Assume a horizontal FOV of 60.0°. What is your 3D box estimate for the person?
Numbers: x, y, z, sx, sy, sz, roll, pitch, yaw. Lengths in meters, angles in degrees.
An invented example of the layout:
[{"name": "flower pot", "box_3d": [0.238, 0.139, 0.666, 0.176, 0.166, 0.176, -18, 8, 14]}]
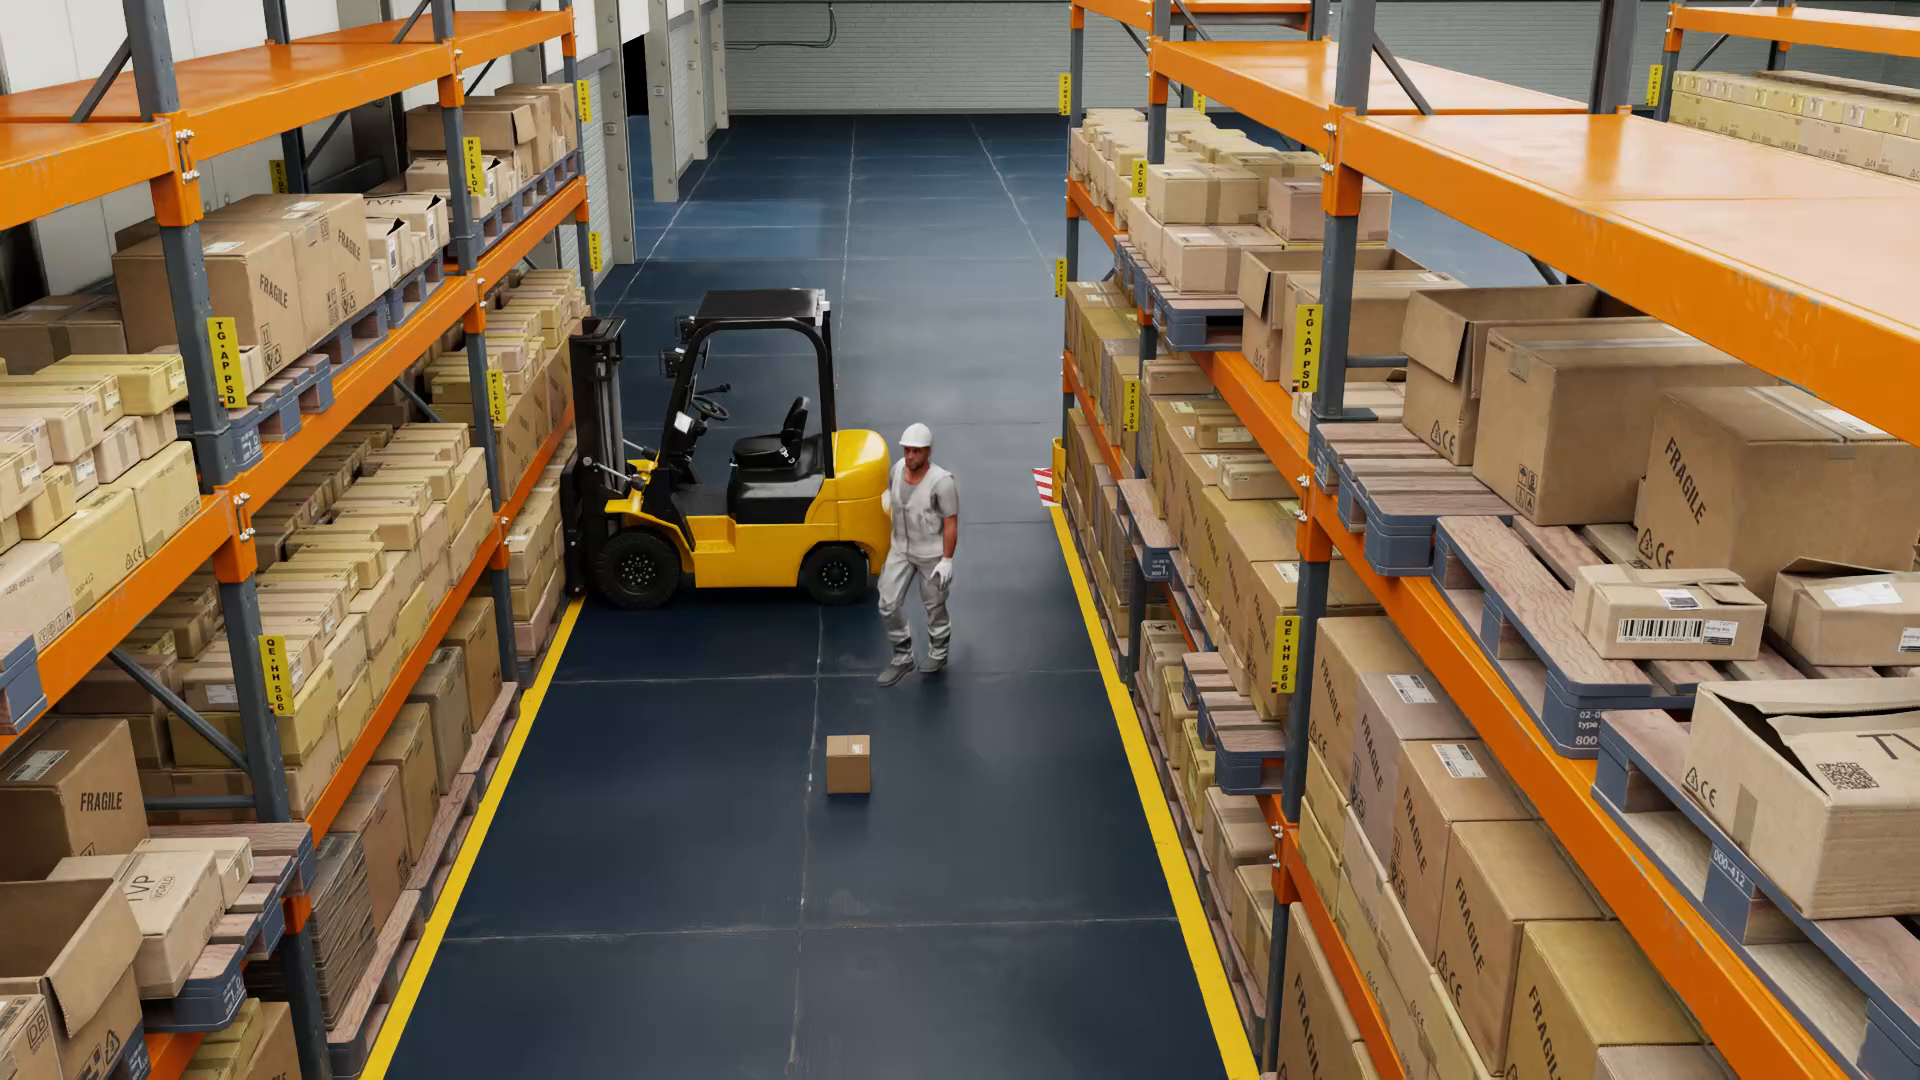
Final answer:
[{"name": "person", "box_3d": [-0.246, 0.084, 10.786, 0.583, 1.791, 0.548, 12, 23, 29]}]
